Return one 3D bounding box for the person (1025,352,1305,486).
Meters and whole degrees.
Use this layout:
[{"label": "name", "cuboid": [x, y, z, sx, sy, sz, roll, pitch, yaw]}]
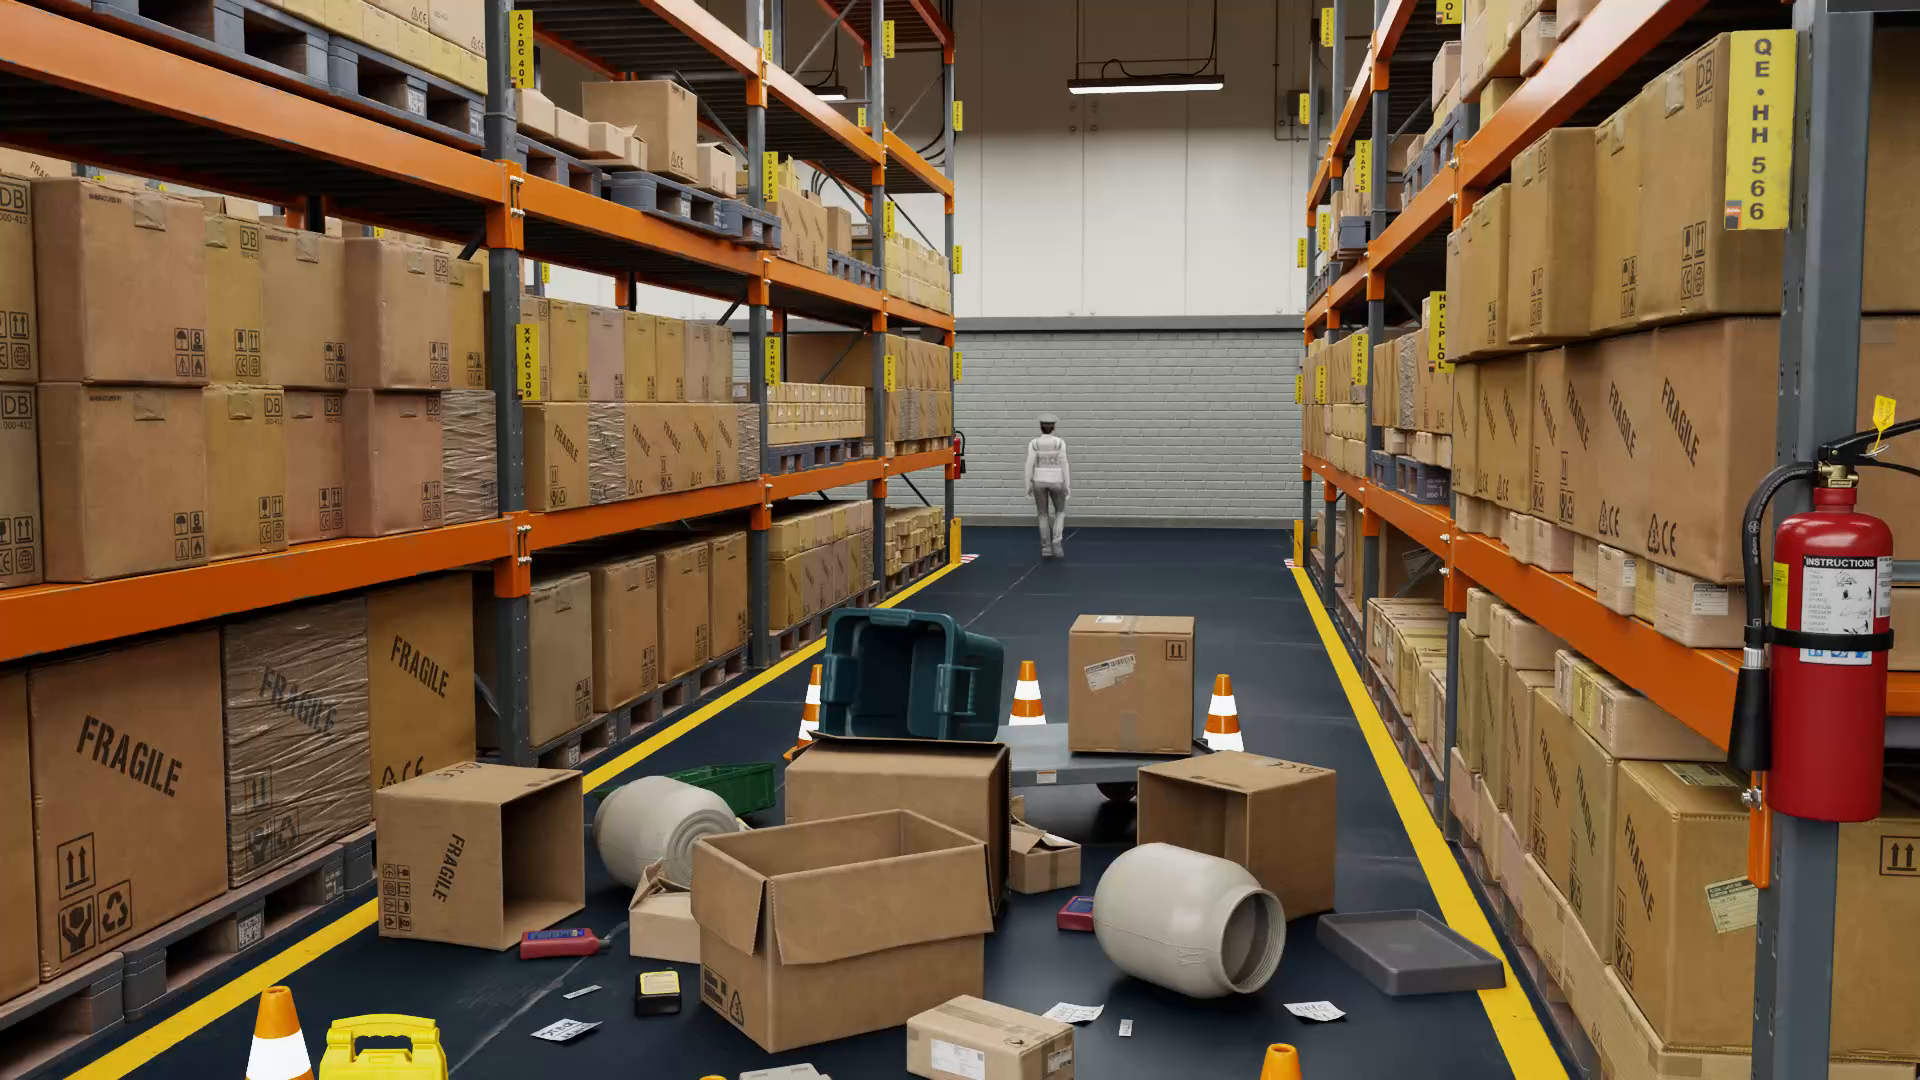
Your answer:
[{"label": "person", "cuboid": [1.268, -1.337, 13.635, 7.140, 2.342, 21.391, 0, 5, 3]}]
